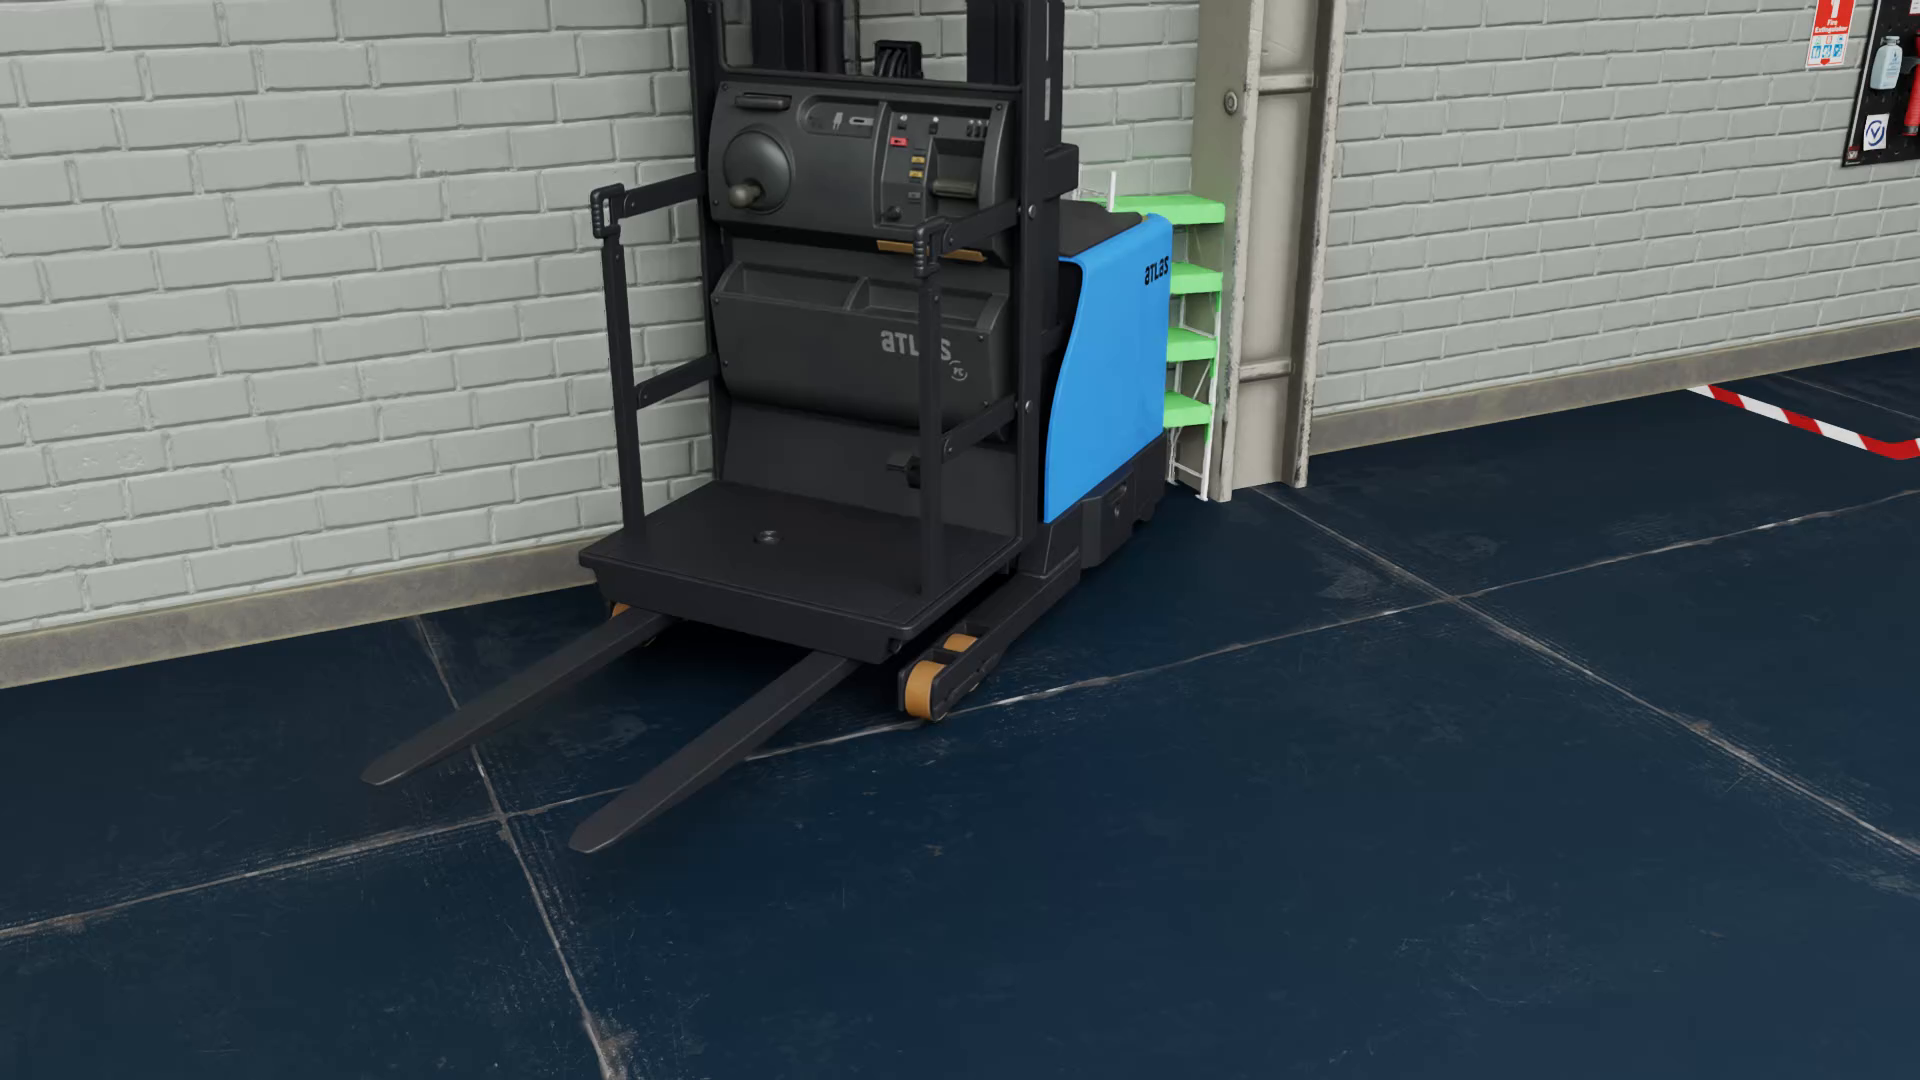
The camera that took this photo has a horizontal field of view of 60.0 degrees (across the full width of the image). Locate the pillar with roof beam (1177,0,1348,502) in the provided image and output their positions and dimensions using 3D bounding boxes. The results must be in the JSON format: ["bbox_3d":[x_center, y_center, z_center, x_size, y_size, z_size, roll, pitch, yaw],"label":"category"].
[{"bbox_3d":[2.926,-2.897,0.984,0.400,9.000,9.100,-10,25,-24],"label":"pillar with roof beam"}]

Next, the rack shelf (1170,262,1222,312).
[{"bbox_3d":[0.655,-0.883,5.836,0.480,0.148,0.258,-8,22,-26],"label":"rack shelf"}]

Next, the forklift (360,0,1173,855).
[{"bbox_3d":[-0.393,-1.052,4.459,1.130,2.935,3.031,11,25,25],"label":"forklift"}]

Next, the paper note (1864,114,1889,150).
[{"bbox_3d":[4.033,-1.795,7.316,0.142,0.148,0.016,-10,25,-24],"label":"paper note"}]

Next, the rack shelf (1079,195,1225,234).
[{"bbox_3d":[0.663,-1.110,5.757,0.480,0.148,0.258,-8,22,-26],"label":"rack shelf"}]

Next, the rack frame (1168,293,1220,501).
[{"bbox_3d":[0.865,-0.747,6.003,0.015,1.200,0.240,-8,22,-26],"label":"rack frame"}]

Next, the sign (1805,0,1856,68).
[{"bbox_3d":[3.680,-2.168,7.018,0.234,0.329,0.001,-10,25,-24],"label":"sign"}]

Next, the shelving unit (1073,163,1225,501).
[{"bbox_3d":[0.648,-0.717,5.895,0.503,1.200,0.258,-8,22,-26],"label":"shelving unit"}]

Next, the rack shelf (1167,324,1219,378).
[{"bbox_3d":[0.646,-0.657,5.916,0.480,0.148,0.258,-8,22,-26],"label":"rack shelf"}]

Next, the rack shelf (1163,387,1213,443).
[{"bbox_3d":[0.637,-0.431,5.995,0.480,0.148,0.258,-8,22,-26],"label":"rack shelf"}]

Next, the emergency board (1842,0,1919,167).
[{"bbox_3d":[4.222,-2.207,7.161,0.643,1.169,0.194,-10,25,-24],"label":"emergency board"}]

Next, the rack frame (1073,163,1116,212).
[{"bbox_3d":[0.432,-0.687,5.786,0.015,1.200,0.240,-8,22,-26],"label":"rack frame"}]
